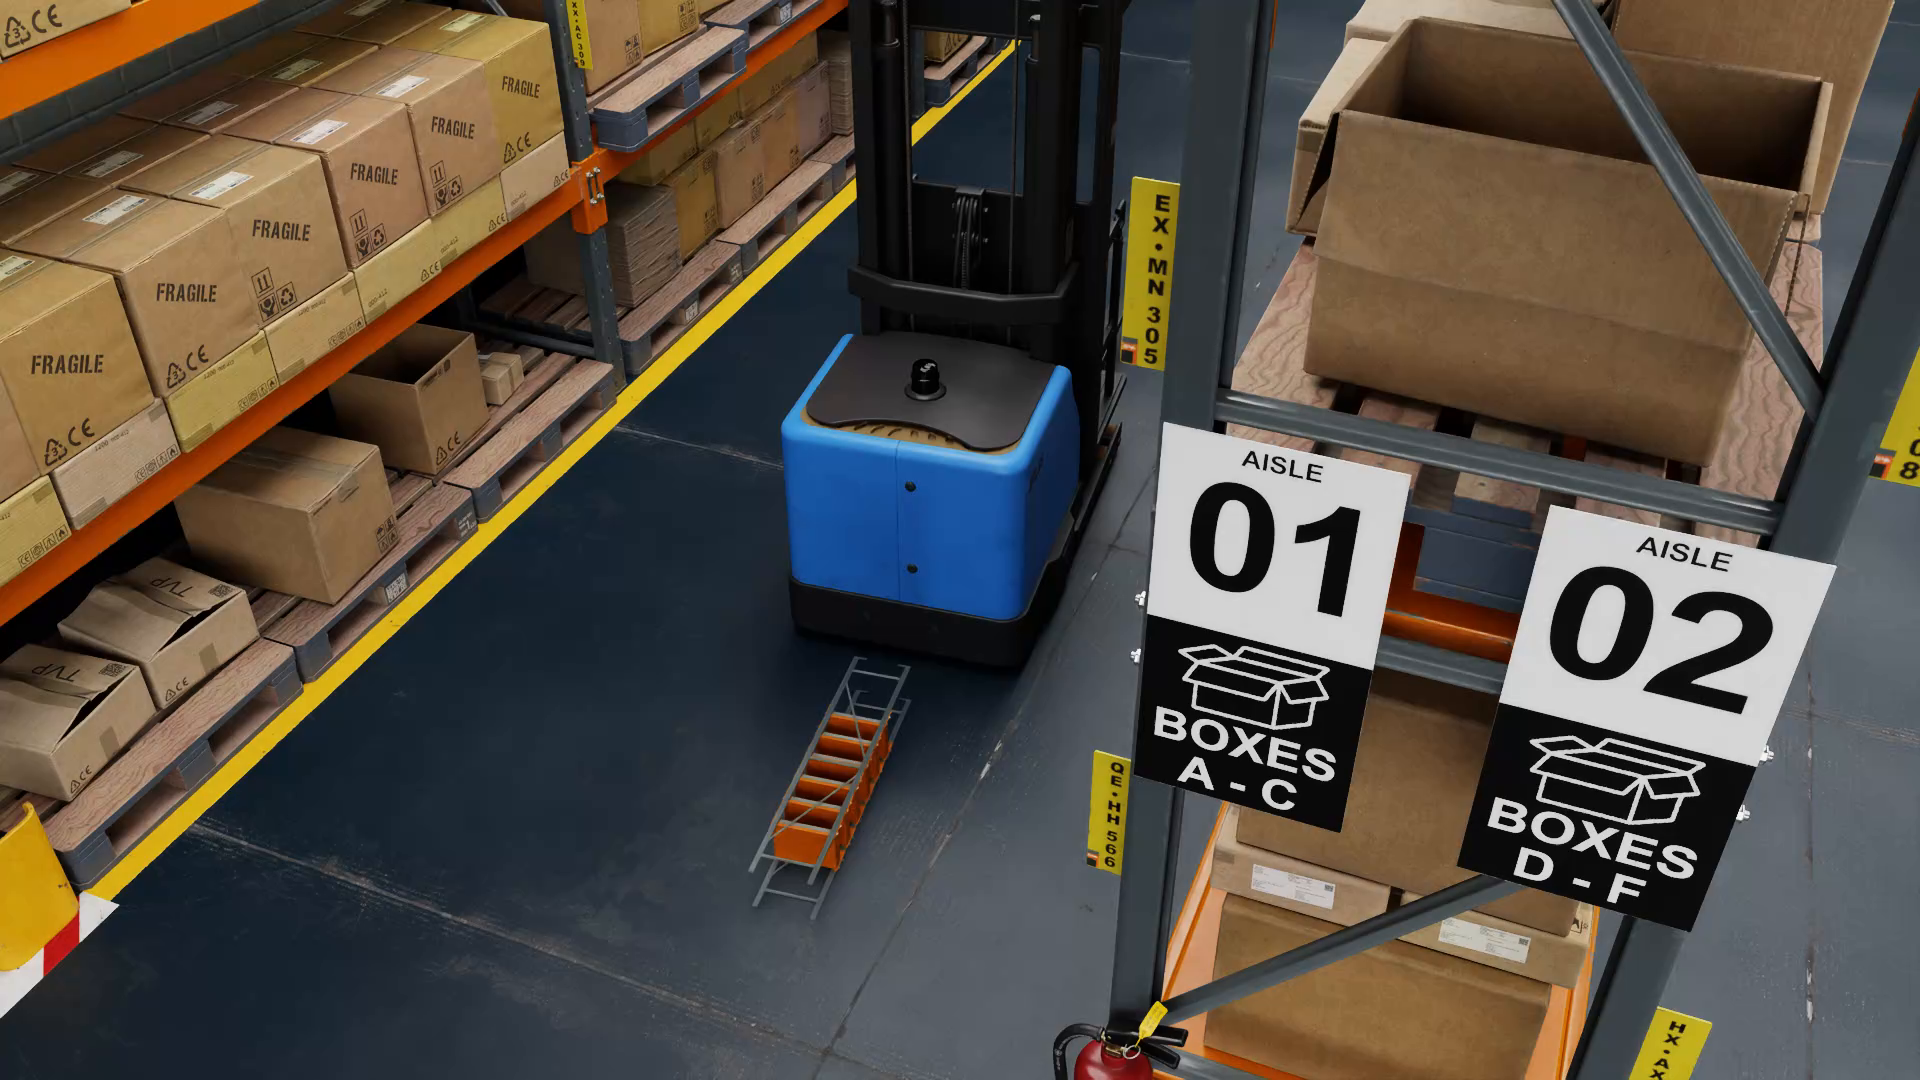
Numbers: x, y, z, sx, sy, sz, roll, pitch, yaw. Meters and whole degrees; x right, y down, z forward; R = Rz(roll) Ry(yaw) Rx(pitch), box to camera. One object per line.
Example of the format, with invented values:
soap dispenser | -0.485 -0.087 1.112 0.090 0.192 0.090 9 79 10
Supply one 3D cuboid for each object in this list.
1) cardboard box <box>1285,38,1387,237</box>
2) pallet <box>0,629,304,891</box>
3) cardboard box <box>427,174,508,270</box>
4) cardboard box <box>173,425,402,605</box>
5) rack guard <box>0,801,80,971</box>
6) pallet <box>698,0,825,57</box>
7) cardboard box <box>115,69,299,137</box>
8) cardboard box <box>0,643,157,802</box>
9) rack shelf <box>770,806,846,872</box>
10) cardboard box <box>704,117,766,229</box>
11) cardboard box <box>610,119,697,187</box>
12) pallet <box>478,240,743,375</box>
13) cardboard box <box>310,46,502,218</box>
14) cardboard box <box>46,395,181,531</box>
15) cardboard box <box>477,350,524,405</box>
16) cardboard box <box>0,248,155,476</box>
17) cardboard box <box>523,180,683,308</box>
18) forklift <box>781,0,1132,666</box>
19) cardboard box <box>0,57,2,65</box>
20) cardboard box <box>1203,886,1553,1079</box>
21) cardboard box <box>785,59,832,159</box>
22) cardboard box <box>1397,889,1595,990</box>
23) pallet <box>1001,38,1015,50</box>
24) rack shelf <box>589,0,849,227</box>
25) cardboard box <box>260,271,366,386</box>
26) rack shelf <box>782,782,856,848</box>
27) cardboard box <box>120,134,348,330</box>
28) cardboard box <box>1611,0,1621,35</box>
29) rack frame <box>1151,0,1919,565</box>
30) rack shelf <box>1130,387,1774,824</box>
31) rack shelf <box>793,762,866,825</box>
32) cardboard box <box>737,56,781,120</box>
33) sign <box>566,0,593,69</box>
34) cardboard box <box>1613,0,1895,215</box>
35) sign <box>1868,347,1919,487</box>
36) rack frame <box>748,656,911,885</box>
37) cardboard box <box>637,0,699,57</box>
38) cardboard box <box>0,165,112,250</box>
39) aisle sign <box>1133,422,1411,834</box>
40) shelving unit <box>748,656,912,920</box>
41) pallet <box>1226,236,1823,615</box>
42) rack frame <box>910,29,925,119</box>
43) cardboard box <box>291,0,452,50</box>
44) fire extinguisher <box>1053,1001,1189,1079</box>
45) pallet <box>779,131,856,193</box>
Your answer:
cardboard box | 1.000 -0.820 3.493 0.500 0.250 0.500 14 39 18
pallet | -3.406 0.750 6.570 1.003 0.211 1.213 14 39 18
cardboard box | -2.352 -1.440 7.280 0.500 0.250 0.500 14 39 18
cardboard box | -2.888 -0.131 7.140 0.700 0.500 0.500 11 38 15
rack guard | -3.748 1.076 5.892 1.175 0.500 0.348 14 39 18
pallet | -1.448 -3.130 9.592 1.003 0.211 1.213 14 39 18
cardboard box | -3.022 -1.573 6.831 0.500 0.500 0.500 15 39 19
cardboard box | -3.430 0.655 6.246 0.500 0.311 0.500 10 38 13
rack shelf | -0.558 1.097 6.120 0.258 0.180 0.103 9 38 12
cardboard box | -1.608 -2.254 9.981 0.700 0.500 0.500 14 39 18
cardboard box | -1.825 -2.229 9.320 0.500 0.250 0.500 13 39 17
pallet | -1.960 -1.412 9.463 1.003 0.211 1.213 14 39 18
cardboard box | -2.333 -1.736 7.049 0.500 0.500 0.500 14 39 17
cardboard box | -3.113 -0.319 5.780 0.500 0.250 0.500 13 39 16
cardboard box | -2.430 -0.836 8.362 0.380 0.166 0.250 9 38 12
cardboard box | -3.120 -0.598 5.527 0.500 0.500 0.500 14 39 18
cardboard box | -1.990 -1.684 9.218 0.700 0.500 0.500 15 39 19
forklift | 0.177 -1.532 7.352 1.130 2.935 3.031 10 38 13
cardboard box | -3.181 -1.550 4.712 0.500 0.500 0.500 16 40 21
cardboard box | 0.995 0.948 3.893 0.700 0.500 0.500 14 39 18
cardboard box | -1.262 -2.818 10.735 0.700 0.500 0.500 14 39 18
cardboard box | 1.154 0.776 3.582 0.380 0.149 0.250 14 39 17
pallet | 0.103 -4.288 13.310 1.003 0.211 1.213 14 39 18
rack shelf | -1.494 -2.917 9.747 1.077 0.370 4.000 14 39 18
cardboard box | -2.719 -0.879 6.530 0.500 0.250 0.500 14 39 18
rack shelf | -0.526 1.028 6.213 0.258 0.180 0.103 9 38 12
cardboard box | -2.732 -1.171 6.294 0.500 0.500 0.500 15 39 19
cardboard box | 1.585 -1.555 4.266 0.797 0.503 0.637 18 40 23
rack frame | 0.806 -1.159 1.785 1.000 3.000 0.127 14 39 18
rack shelf | 1.567 -0.777 4.379 1.077 0.370 4.000 14 39 18
rack shelf | -0.494 0.959 6.305 0.258 0.180 0.103 9 38 12
cardboard box | -1.424 -2.790 10.071 0.500 0.250 0.500 14 39 18
sign | -1.750 -2.325 7.632 0.100 0.325 0.005 14 39 18
cardboard box | 1.691 -1.079 3.632 0.500 0.500 0.500 14 39 18
sign | 1.317 -0.210 2.224 0.100 0.325 0.005 14 39 18
rack frame | -0.474 0.842 6.309 0.240 0.006 1.200 9 38 12
cardboard box | -1.810 -2.895 8.667 0.700 0.500 0.500 18 40 22
cardboard box | -3.400 -1.004 6.070 0.500 0.500 0.500 13 39 17
aisle sign | 0.509 0.172 2.843 0.394 0.787 0.004 14 39 18
shelving unit | -0.474 0.915 6.364 0.258 0.189 1.200 9 38 12
pallet | 1.099 -0.308 3.225 1.003 0.211 1.213 14 39 18
rack frame | -0.733 -4.312 11.014 1.000 3.000 0.127 14 39 18
cardboard box | -2.627 -2.133 7.580 0.500 0.500 0.500 13 39 17
fire extinguisher | 0.331 1.234 3.658 0.296 0.674 0.183 14 39 18
pallet | -1.031 -2.763 11.270 1.003 0.211 1.213 14 39 18
